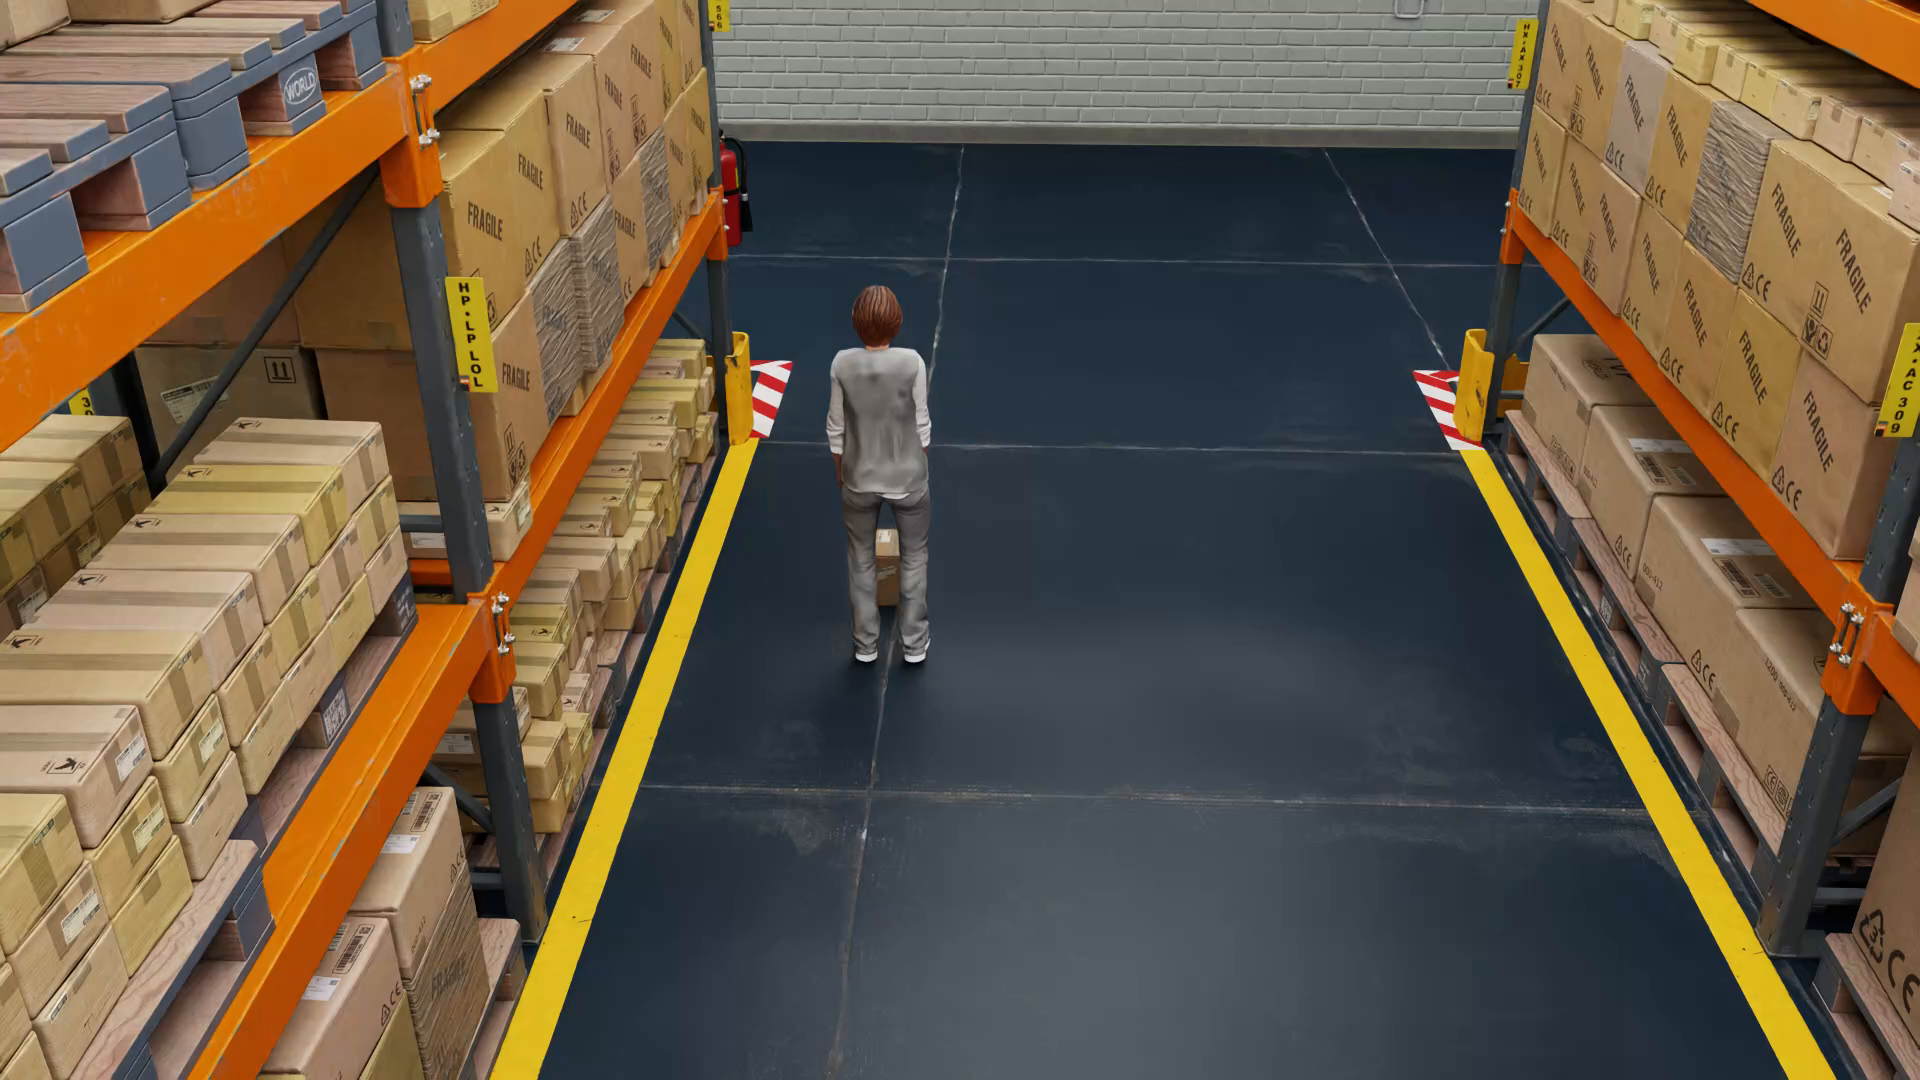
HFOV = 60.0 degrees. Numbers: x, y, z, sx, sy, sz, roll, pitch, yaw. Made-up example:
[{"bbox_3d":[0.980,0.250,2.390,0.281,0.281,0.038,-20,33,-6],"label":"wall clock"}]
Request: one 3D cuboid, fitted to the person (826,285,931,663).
[{"bbox_3d":[-0.319,-0.225,6.586,0.412,1.571,0.316,1,28,2],"label":"person"}]
